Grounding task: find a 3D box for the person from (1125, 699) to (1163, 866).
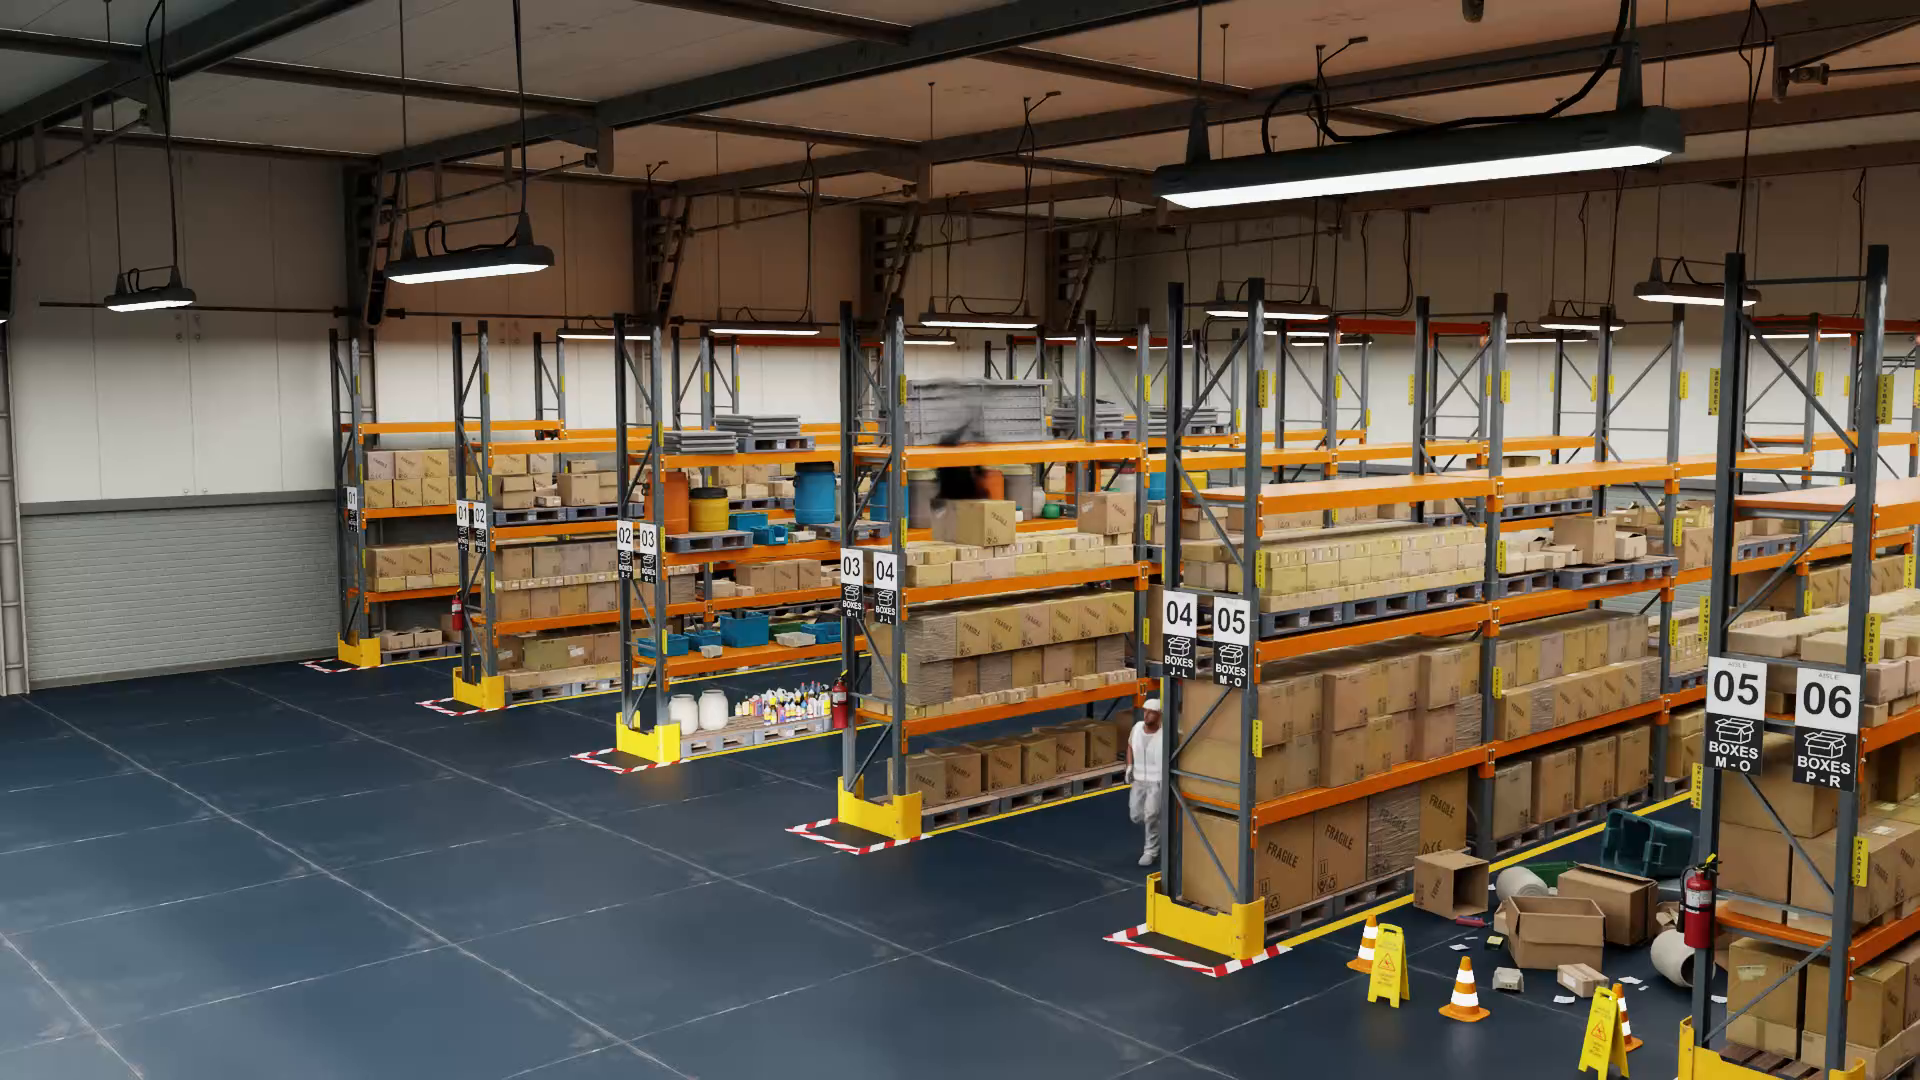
[{"bbox_3d":[2.074,2.551,17.709,0.704,1.755,0.579,4,7,34],"label":"person"}]
